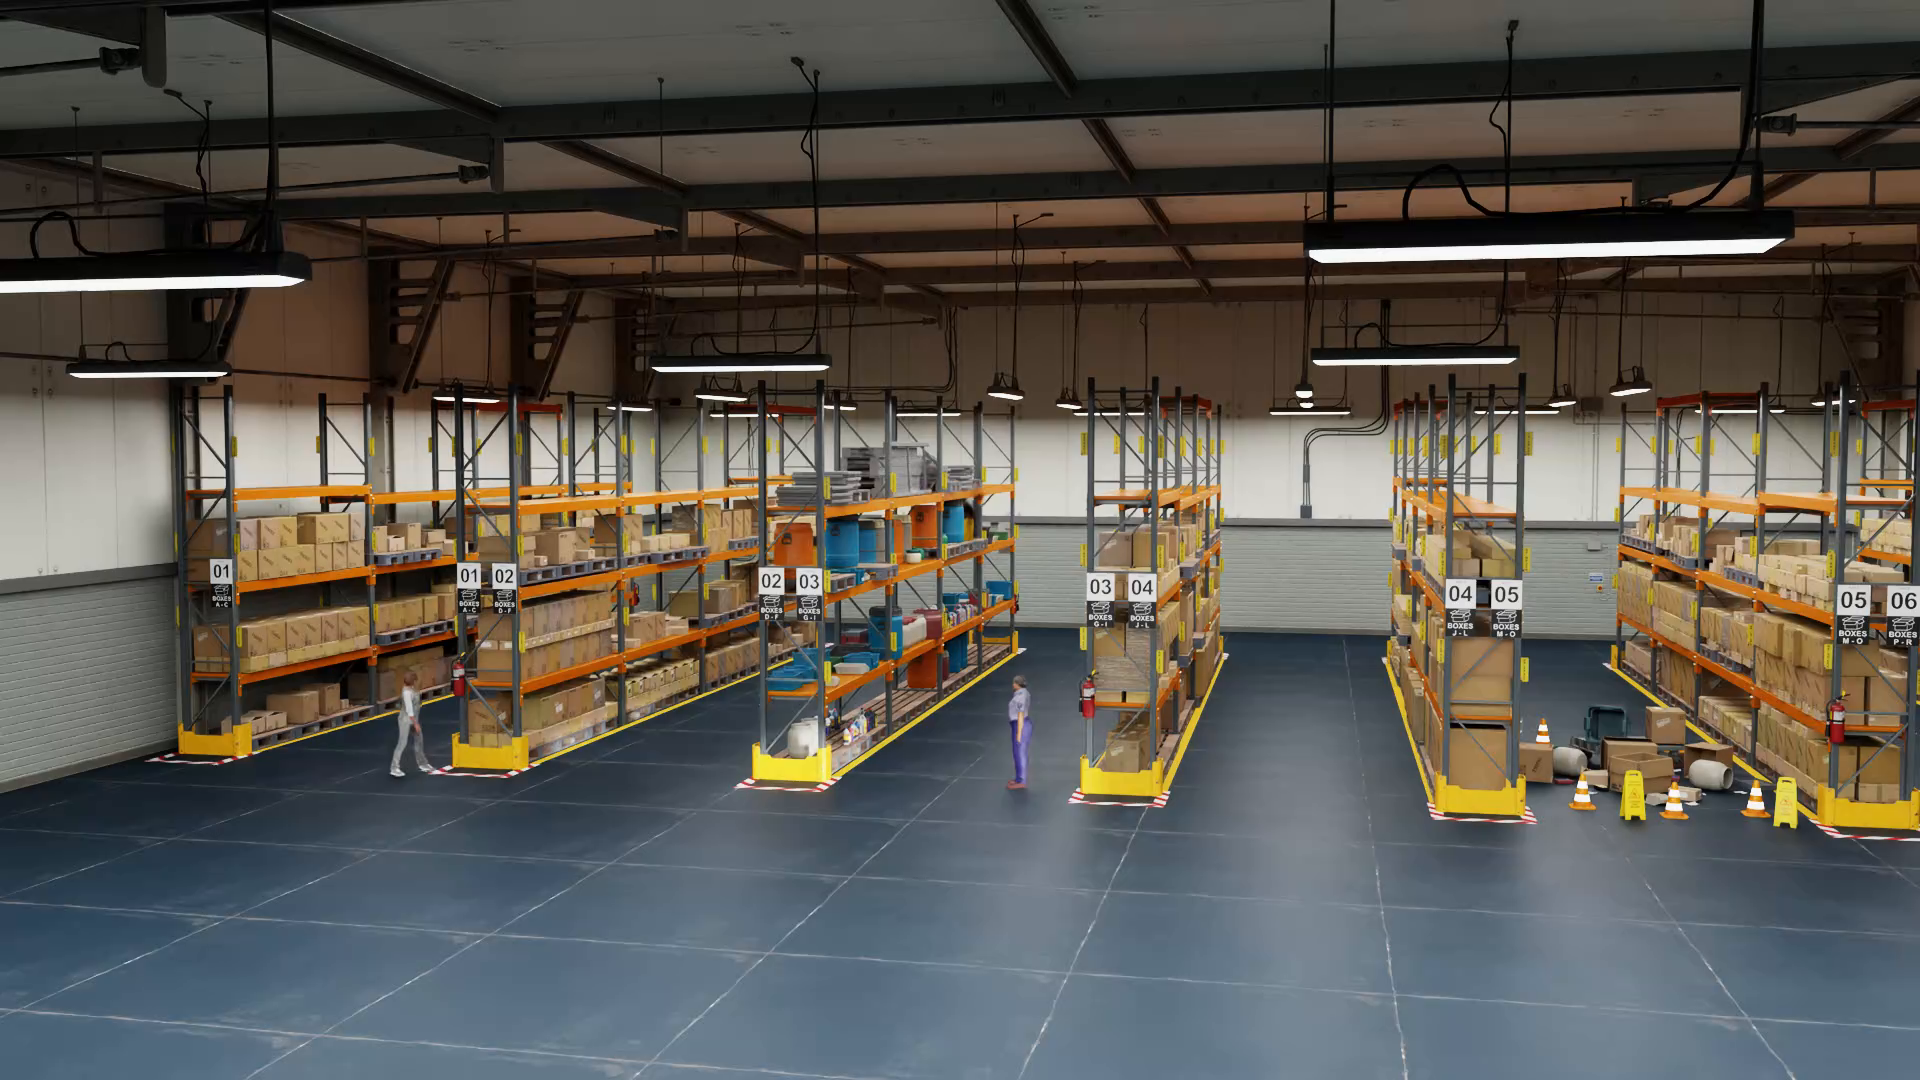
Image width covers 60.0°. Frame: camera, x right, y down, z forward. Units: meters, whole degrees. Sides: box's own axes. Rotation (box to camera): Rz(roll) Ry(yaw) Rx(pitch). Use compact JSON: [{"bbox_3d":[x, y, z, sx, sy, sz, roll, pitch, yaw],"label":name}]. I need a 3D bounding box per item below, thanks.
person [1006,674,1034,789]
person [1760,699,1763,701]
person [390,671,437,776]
[{"bbox_3d":[0.881,2.803,24.490,0.407,1.656,0.525,1,3,12],"label":"person"},{"bbox_3d":[15.829,2.351,32.506,0.544,1.667,0.475,-2,4,-37],"label":"person"},{"bbox_3d":[-8.380,2.789,25.401,0.586,1.599,0.582,0,3,-2],"label":"person"}]
